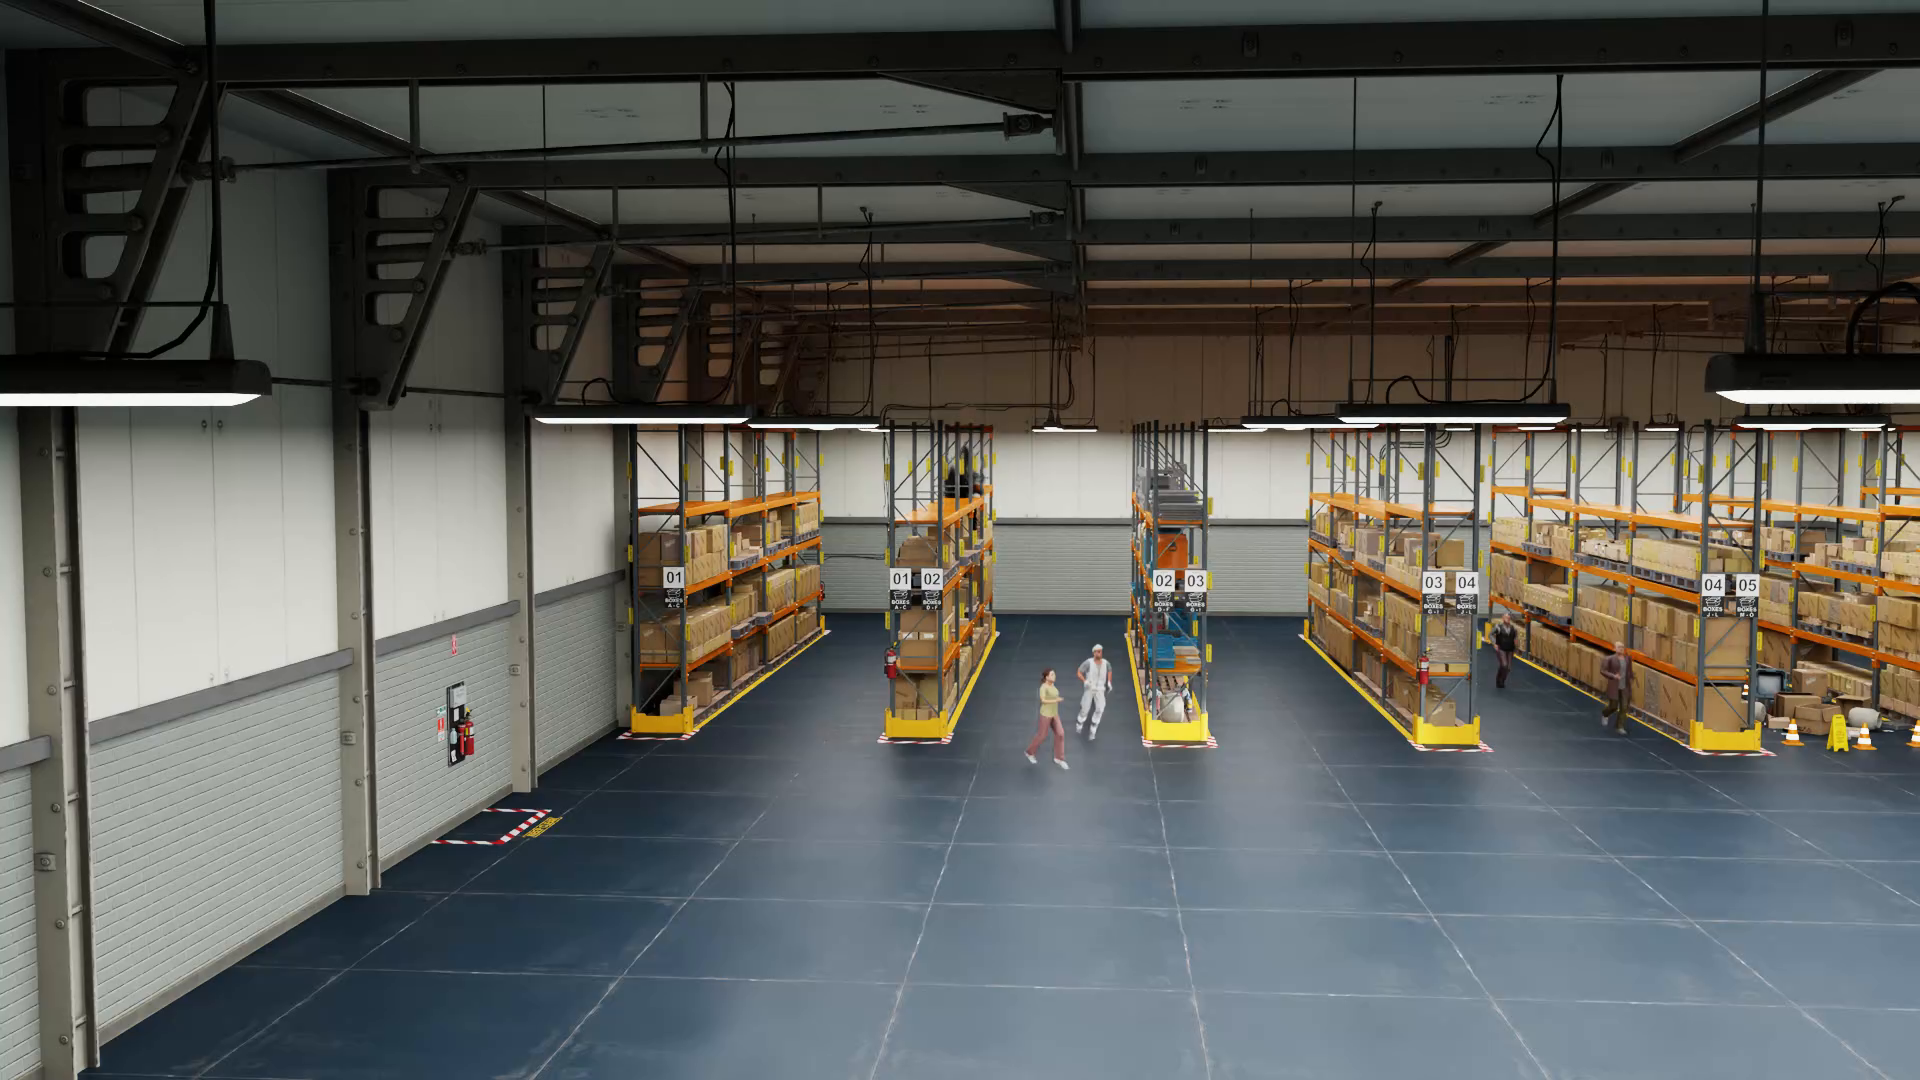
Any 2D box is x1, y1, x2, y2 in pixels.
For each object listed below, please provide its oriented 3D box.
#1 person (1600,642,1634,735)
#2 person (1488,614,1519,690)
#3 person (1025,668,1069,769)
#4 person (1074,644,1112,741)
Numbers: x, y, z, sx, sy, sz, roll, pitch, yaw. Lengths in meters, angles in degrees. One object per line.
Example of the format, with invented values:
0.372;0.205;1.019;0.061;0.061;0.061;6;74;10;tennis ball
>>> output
12.621;2.820;31.944;0.718;1.746;0.833;0;4;-5;person
12.252;2.509;37.349;0.634;1.711;0.688;0;4;-7;person
1.486;3.060;28.657;0.832;1.721;0.576;3;4;35;person
2.546;2.862;31.371;0.716;1.800;0.701;-1;4;-9;person
